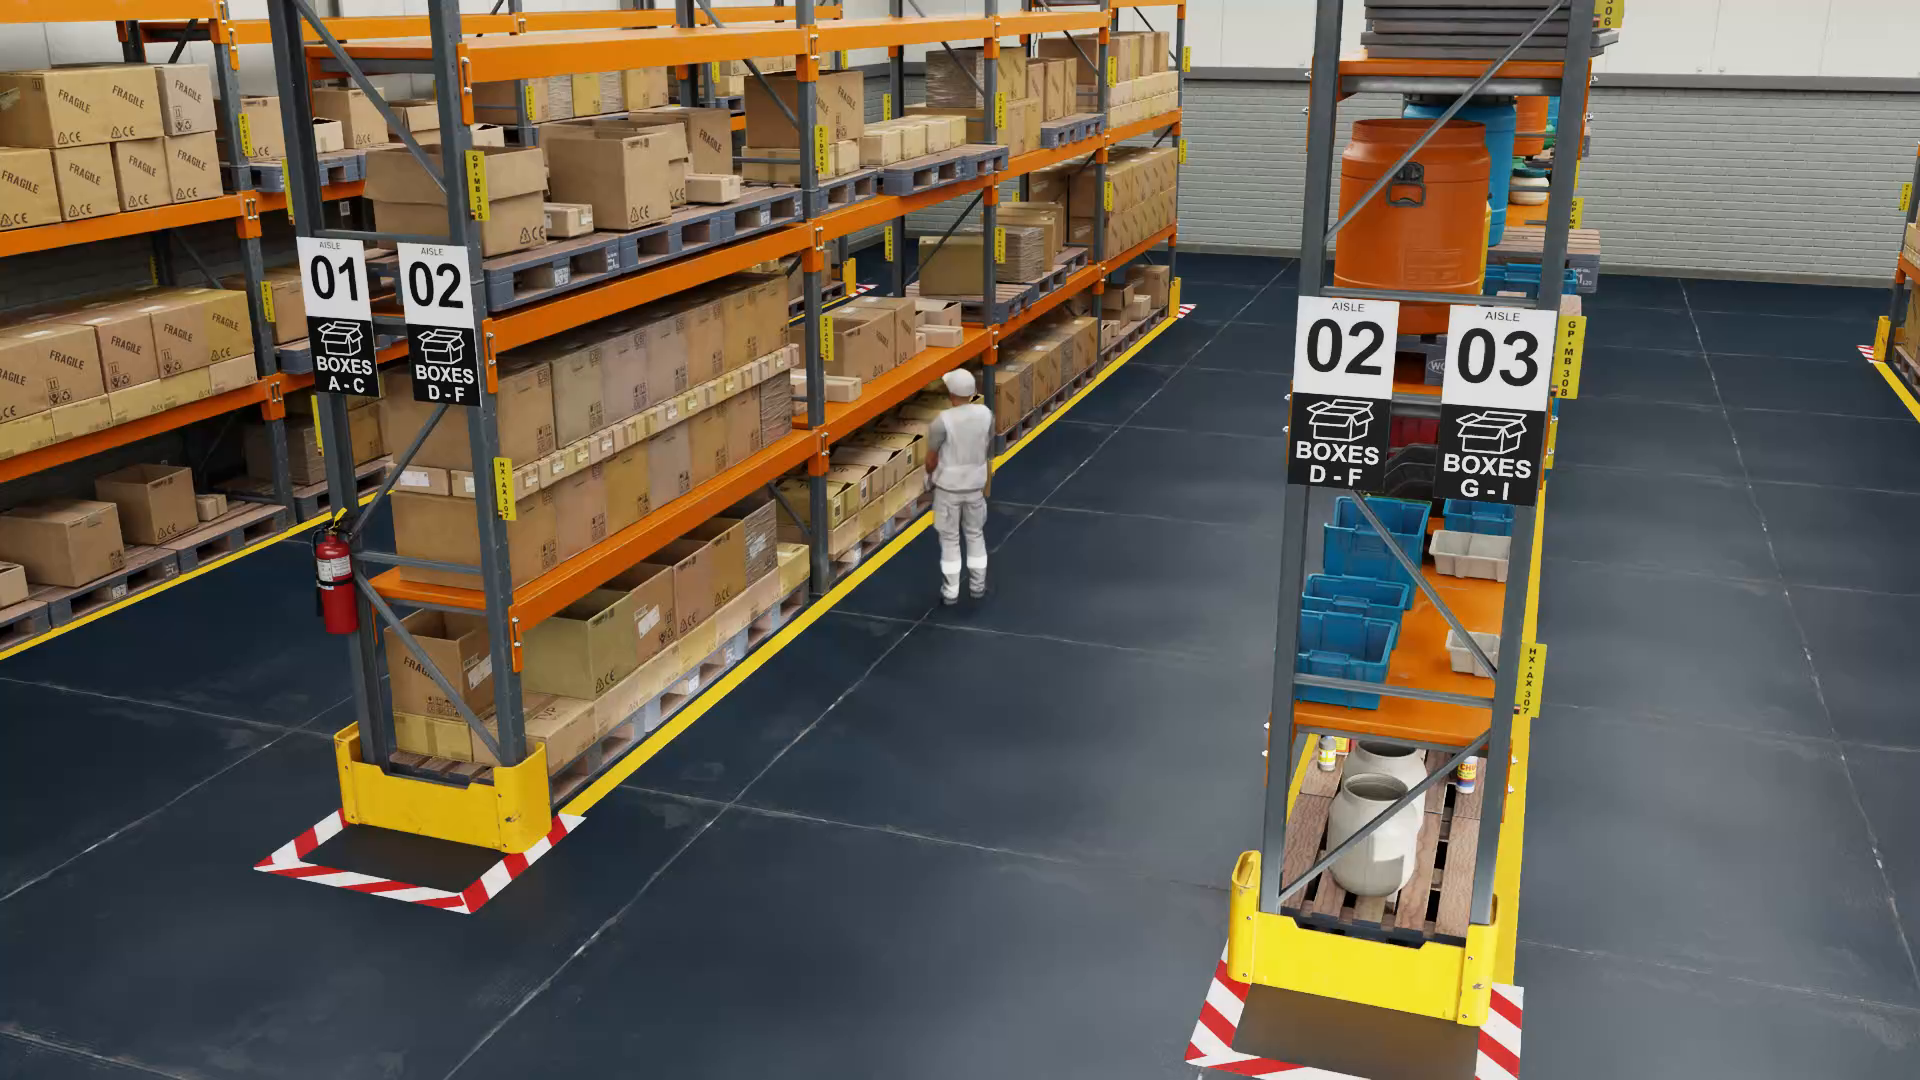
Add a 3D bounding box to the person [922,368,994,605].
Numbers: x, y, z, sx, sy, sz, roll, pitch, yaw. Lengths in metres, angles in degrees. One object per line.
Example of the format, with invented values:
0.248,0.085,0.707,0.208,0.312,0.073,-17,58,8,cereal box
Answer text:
-0.011,-0.410,12.219,0.578,1.796,0.498,-9,20,-25,person
